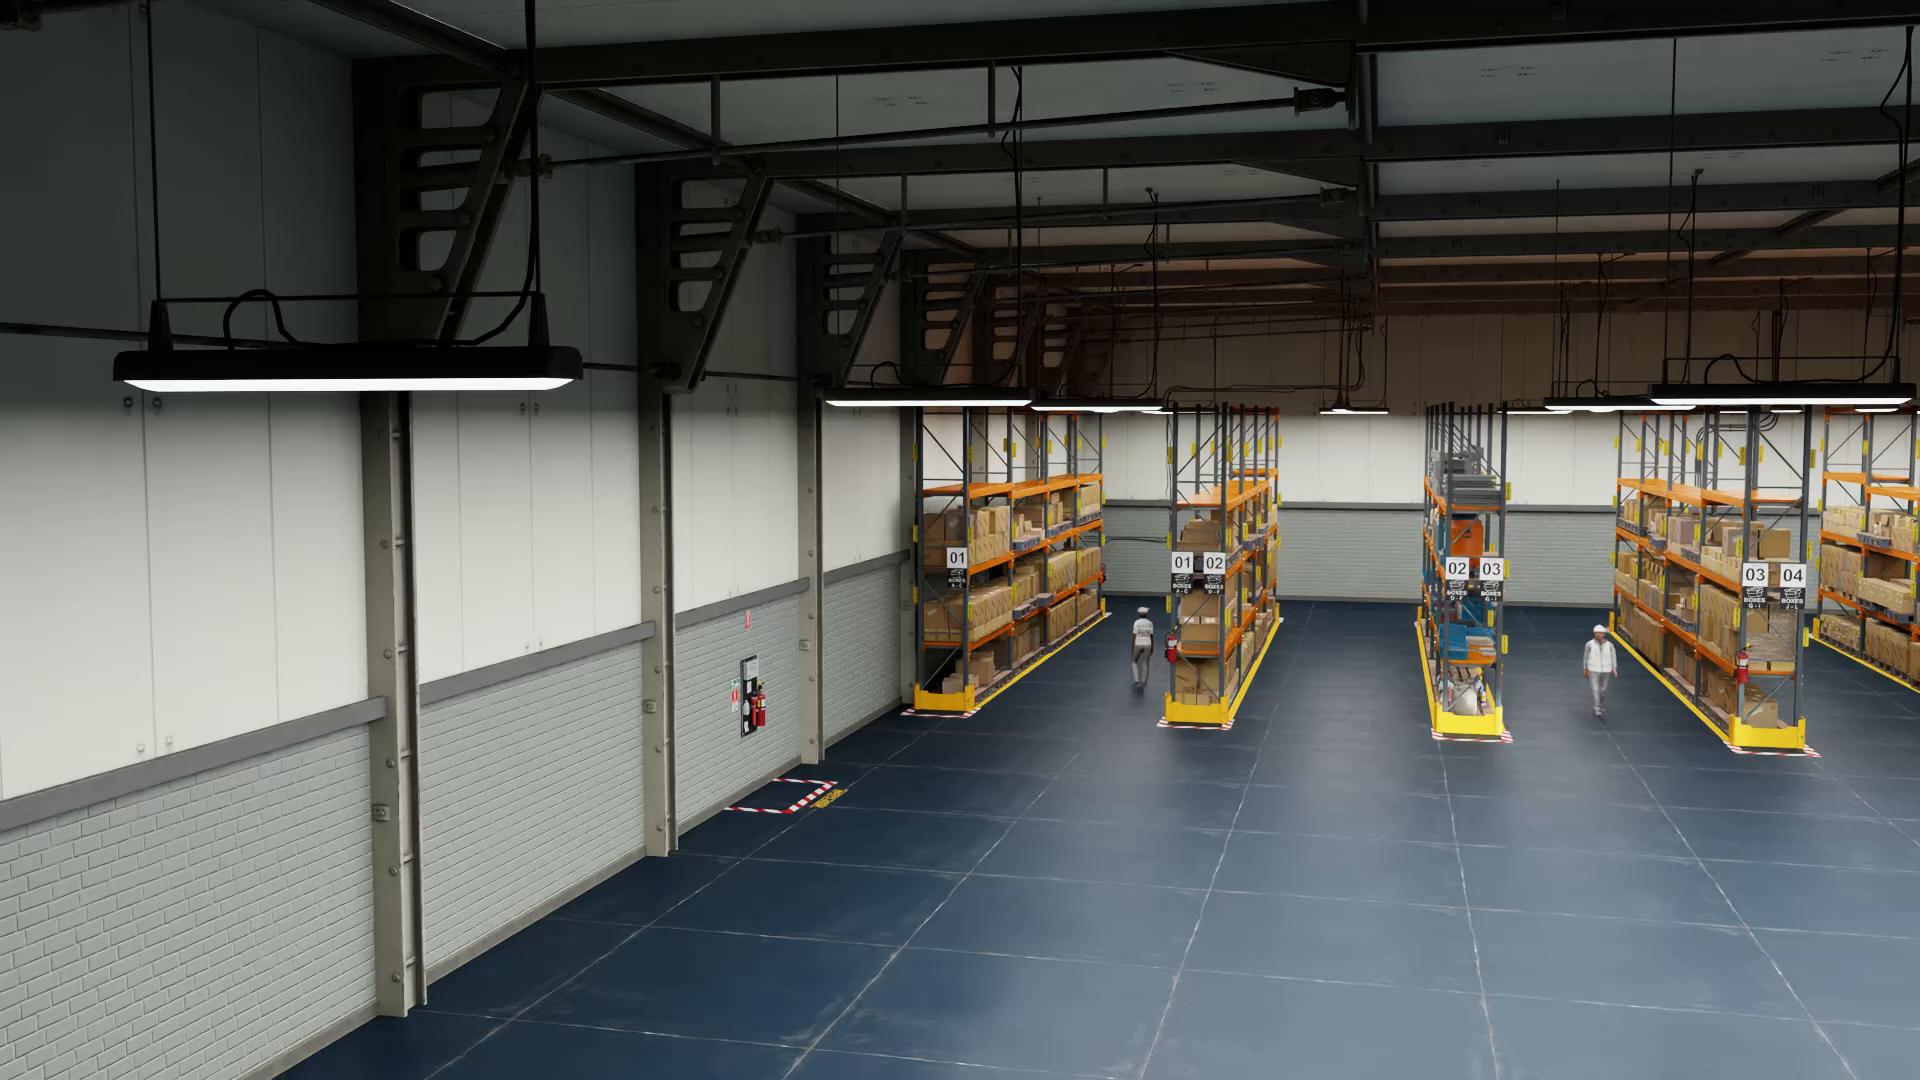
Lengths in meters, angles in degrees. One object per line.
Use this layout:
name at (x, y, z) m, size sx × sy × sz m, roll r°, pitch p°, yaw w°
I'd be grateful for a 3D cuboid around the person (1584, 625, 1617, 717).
person at (12.254, 2.495, 31.782) m, size 0.565 × 1.722 × 1.019 m, roll 1°, pitch 4°, yaw 8°

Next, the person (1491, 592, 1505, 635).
person at (13.827, 1.659, 43.062) m, size 0.530 × 1.704 × 1.055 m, roll 0°, pitch 4°, yaw 5°

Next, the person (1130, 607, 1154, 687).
person at (3.868, 2.289, 35.358) m, size 0.501 × 1.712 × 0.380 m, roll -1°, pitch 4°, yaw -9°

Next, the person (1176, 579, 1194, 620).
person at (6.477, 1.372, 46.772) m, size 0.837 × 1.759 × 0.572 m, roll -2°, pitch 5°, yaw -29°
